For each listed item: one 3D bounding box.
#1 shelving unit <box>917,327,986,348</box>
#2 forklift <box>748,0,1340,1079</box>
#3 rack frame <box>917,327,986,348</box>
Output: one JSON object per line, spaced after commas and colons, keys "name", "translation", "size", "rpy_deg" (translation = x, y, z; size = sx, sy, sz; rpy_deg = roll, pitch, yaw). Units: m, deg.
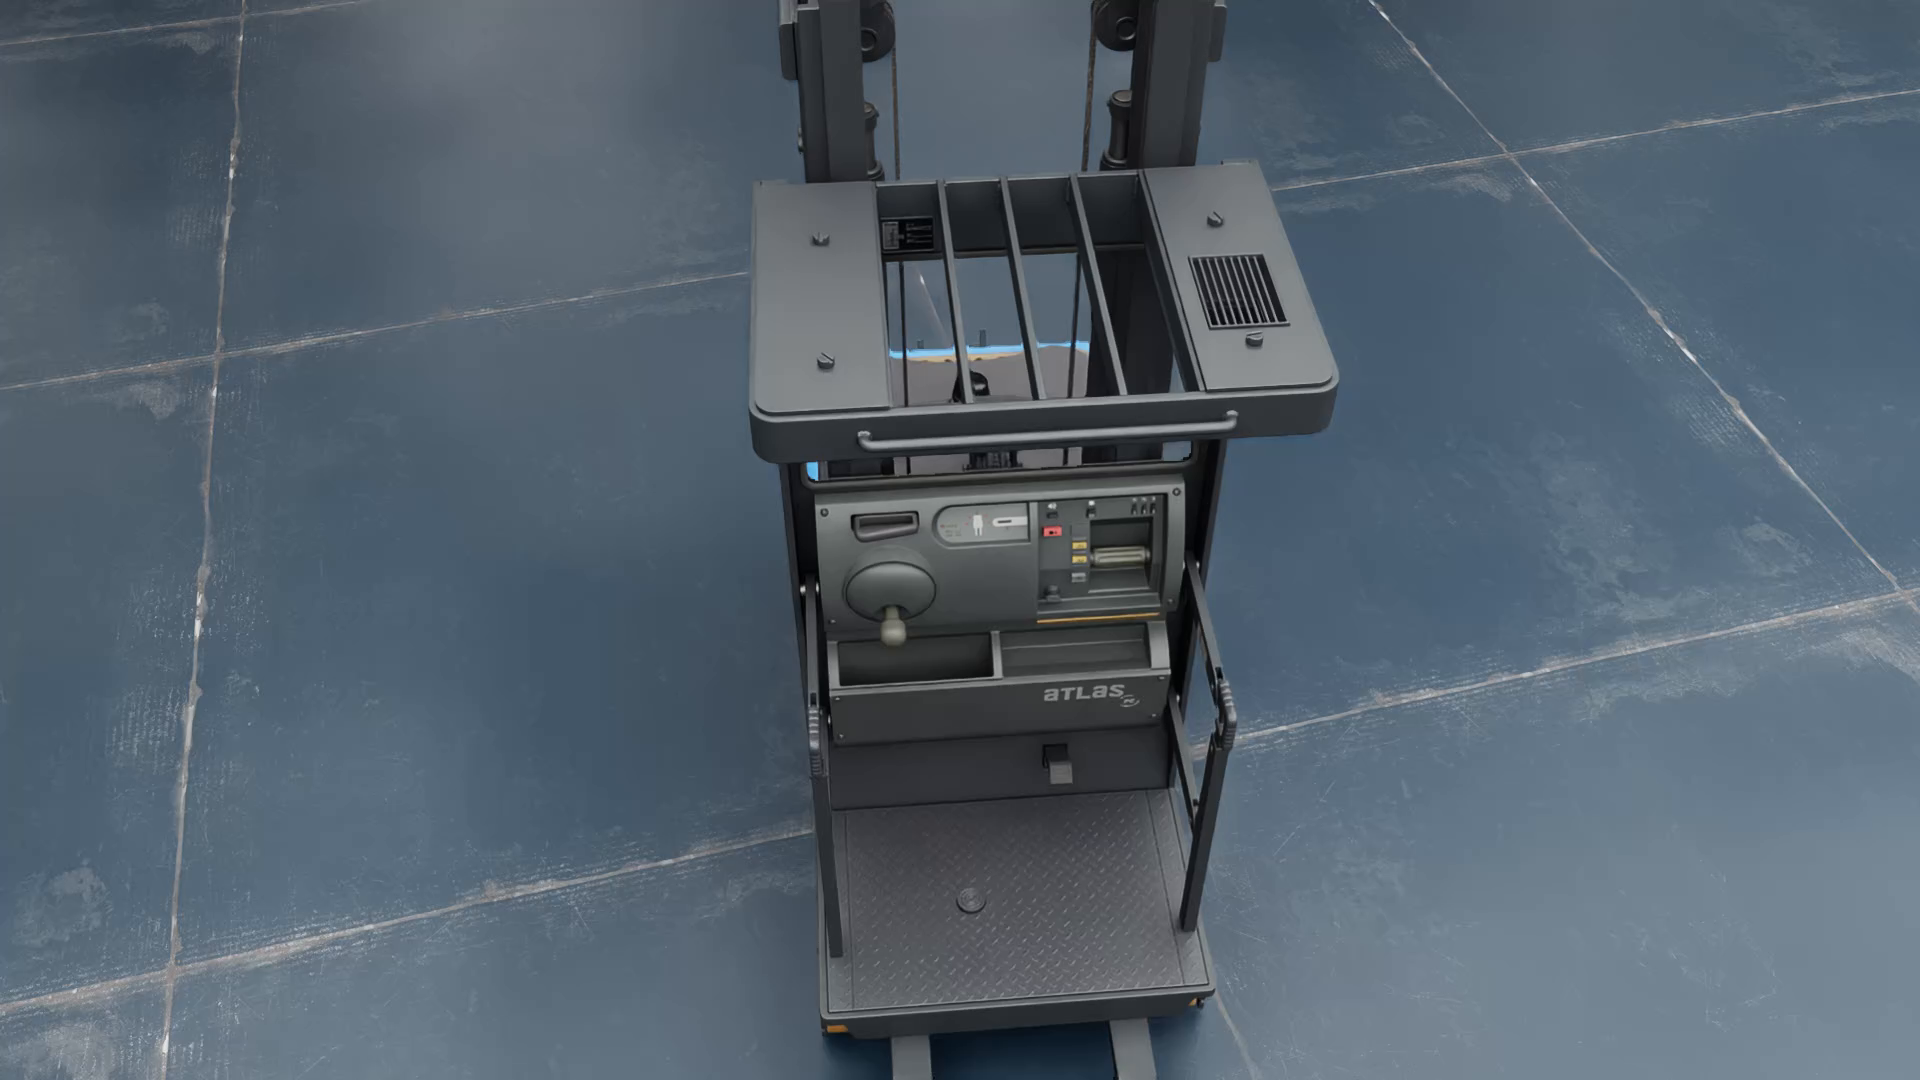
{"name": "shelving unit", "translation": [-0.002, -0.321, 5.934], "size": [0.258, 0.900, 0.210], "rpy_deg": [-11, 47, -10]}
{"name": "forklift", "translation": [0.125, 0.147, 4.054], "size": [1.130, 2.935, 3.031], "rpy_deg": [-3, 46, -3]}
{"name": "rack frame", "translation": [-0.028, -0.391, 6.003], "size": [0.240, 0.900, 0.006], "rpy_deg": [-11, 47, -10]}
